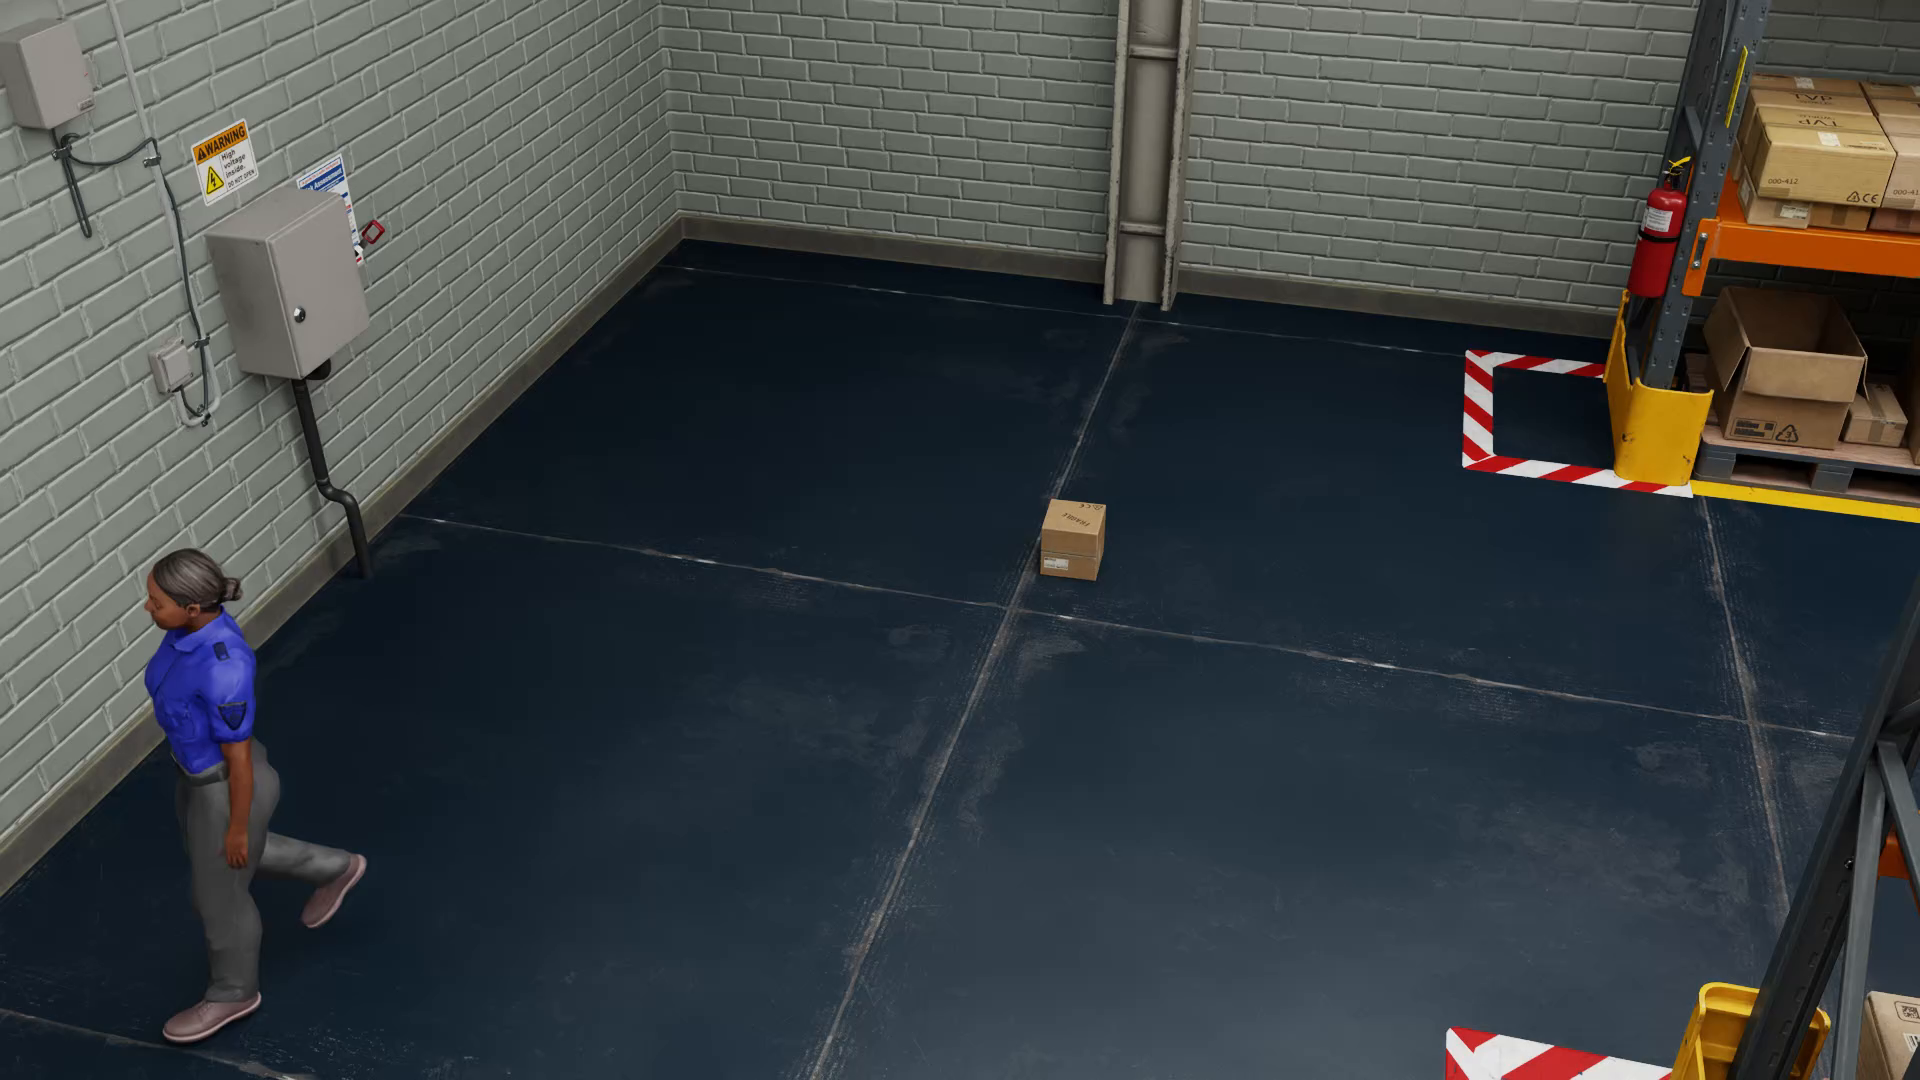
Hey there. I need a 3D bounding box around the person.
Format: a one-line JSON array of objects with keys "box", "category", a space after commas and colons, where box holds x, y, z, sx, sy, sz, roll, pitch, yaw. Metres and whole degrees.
[{"box": [-2.232, 0.737, 4.998, 0.732, 1.632, 0.461, -20, 38, -27], "category": "person"}]
